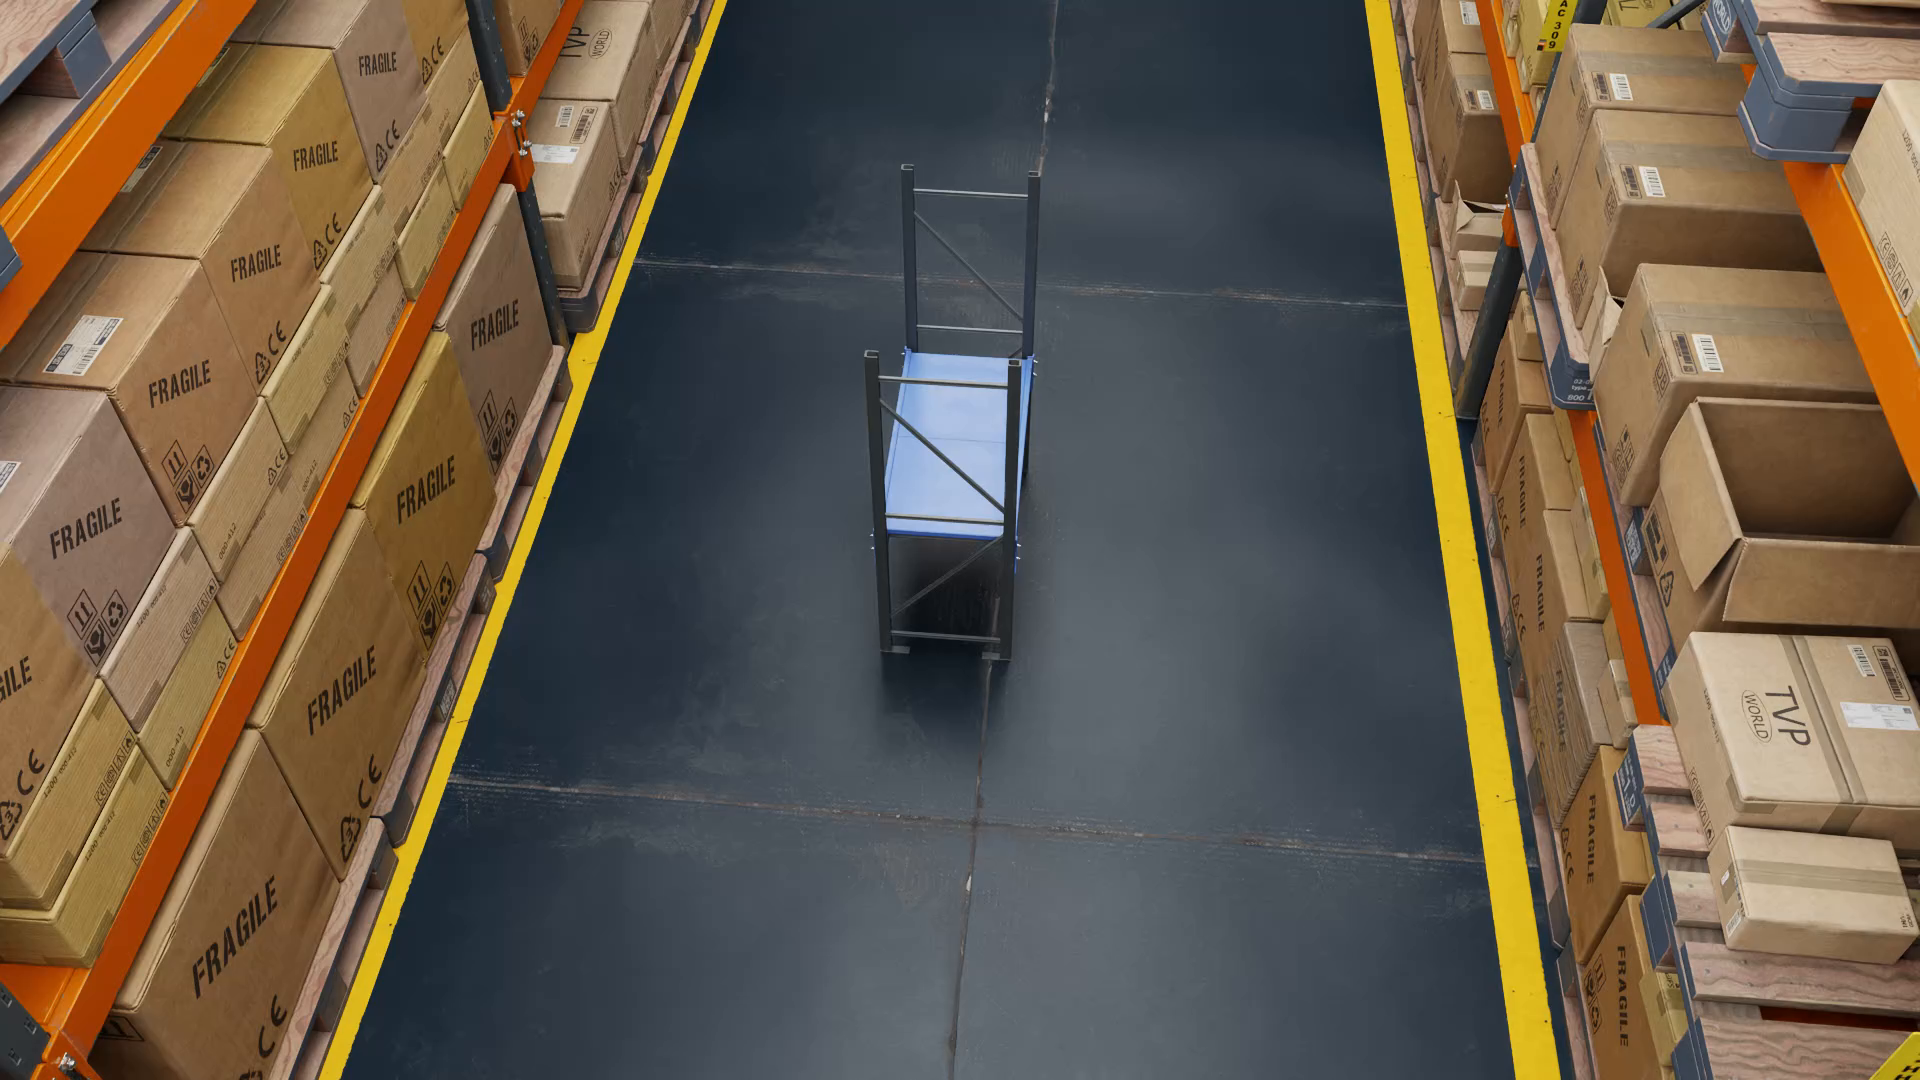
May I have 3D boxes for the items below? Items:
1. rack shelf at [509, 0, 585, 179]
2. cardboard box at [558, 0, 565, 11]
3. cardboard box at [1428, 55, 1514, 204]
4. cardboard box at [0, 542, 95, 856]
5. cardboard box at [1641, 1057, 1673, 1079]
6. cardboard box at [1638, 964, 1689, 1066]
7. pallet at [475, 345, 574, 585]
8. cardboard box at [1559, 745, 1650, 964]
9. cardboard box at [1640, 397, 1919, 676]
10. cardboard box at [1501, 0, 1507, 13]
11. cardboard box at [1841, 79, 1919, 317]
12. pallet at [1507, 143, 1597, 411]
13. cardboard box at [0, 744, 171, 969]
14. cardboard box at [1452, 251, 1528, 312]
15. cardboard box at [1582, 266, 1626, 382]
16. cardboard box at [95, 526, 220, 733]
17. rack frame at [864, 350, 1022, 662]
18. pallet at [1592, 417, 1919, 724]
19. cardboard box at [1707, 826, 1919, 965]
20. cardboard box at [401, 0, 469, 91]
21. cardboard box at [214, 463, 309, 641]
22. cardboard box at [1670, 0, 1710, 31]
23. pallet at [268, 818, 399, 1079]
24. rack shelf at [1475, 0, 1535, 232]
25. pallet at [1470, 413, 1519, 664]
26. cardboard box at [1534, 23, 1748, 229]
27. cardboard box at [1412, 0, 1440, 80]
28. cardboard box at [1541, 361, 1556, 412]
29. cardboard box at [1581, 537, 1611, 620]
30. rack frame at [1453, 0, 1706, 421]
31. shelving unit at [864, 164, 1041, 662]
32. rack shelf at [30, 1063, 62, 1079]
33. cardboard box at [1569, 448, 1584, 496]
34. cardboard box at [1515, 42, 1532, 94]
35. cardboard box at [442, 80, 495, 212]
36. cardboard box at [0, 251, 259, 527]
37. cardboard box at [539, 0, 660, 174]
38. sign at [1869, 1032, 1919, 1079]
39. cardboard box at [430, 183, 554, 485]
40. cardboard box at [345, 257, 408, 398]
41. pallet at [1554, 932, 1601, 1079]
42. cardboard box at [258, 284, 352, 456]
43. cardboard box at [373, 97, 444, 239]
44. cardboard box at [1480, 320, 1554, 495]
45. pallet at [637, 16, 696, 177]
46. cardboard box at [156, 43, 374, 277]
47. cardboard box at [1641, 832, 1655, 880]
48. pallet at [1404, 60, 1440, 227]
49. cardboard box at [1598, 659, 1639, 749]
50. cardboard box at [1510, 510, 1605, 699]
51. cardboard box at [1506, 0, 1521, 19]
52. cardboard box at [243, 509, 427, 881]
[{"bbox_3d":[-2.094,-3.106,8.072,1.077,0.370,4.000,4,48,4],"label":"rack shelf"},{"bbox_3d":[-1.923,-2.610,7.063,0.500,0.500,0.500,4,48,4],"label":"cardboard box"},{"bbox_3d":[2.670,-1.954,7.940,0.700,0.500,0.500,2,48,2],"label":"cardboard box"},{"bbox_3d":[-2.353,0.343,3.684,0.500,0.500,0.500,2,48,2],"label":"cardboard box"},{"bbox_3d":[2.127,1.768,4.536,0.500,0.500,0.500,5,48,5],"label":"cardboard box"},{"bbox_3d":[2.089,1.291,4.532,0.380,0.149,0.250,2,48,2],"label":"cardboard box"},{"bbox_3d":[-2.272,-0.366,6.968,1.003,0.211,1.213,4,48,4],"label":"pallet"},{"bbox_3d":[2.228,1.016,5.223,0.500,0.500,0.500,6,48,5],"label":"cardboard box"},{"bbox_3d":[2.267,0.002,4.386,0.797,0.503,0.637,3,48,3],"label":"cardboard box"},{"bbox_3d":[2.497,-2.291,7.009,0.380,0.149,0.250,5,48,5],"label":"cardboard box"},{"bbox_3d":[2.198,-0.701,3.454,0.500,0.250,0.500,4,48,4],"label":"cardboard box"},{"bbox_3d":[2.485,-0.904,5.700,1.003,0.211,1.213,4,48,4],"label":"pallet"},{"bbox_3d":[-2.346,0.768,4.143,0.500,0.250,0.500,3,48,3],"label":"cardboard box"},{"bbox_3d":[2.425,-1.157,7.449,0.380,0.149,0.250,3,48,2],"label":"cardboard box"},{"bbox_3d":[2.158,-0.650,5.144,0.396,0.266,0.258,6,48,5],"label":"cardboard box"},{"bbox_3d":[-2.301,0.206,4.317,0.500,0.250,0.500,5,48,4],"label":"cardboard box"},{"bbox_3d":[-0.054,-0.070,5.824,0.500,1.500,0.032,4,48,4],"label":"rack frame"},{"bbox_3d":[2.475,0.026,4.849,1.003,0.211,1.213,4,48,4],"label":"pallet"},{"bbox_3d":[1.980,0.825,3.874,0.380,0.149,0.250,5,48,4],"label":"cardboard box"},{"bbox_3d":[-2.067,-1.906,5.741,0.500,0.500,0.500,5,48,5],"label":"cardboard box"},{"bbox_3d":[-2.263,0.004,4.841,0.500,0.250,0.500,5,48,5],"label":"cardboard box"},{"bbox_3d":[2.981,-1.944,6.421,0.500,0.250,0.500,3,48,3],"label":"cardboard box"},{"bbox_3d":[-2.494,1.427,5.328,1.003,0.211,1.213,4,48,4],"label":"pallet"},{"bbox_3d":[2.849,-2.775,7.769,1.077,0.370,4.000,4,48,4],"label":"rack shelf"},{"bbox_3d":[2.630,-0.007,6.639,1.003,0.211,1.213,4,48,4],"label":"pallet"},{"bbox_3d":[2.400,-1.383,5.656,0.700,0.500,0.500,5,48,5],"label":"cardboard box"},{"bbox_3d":[2.765,-2.717,8.638,0.700,0.500,0.500,6,48,5],"label":"cardboard box"},{"bbox_3d":[2.421,-0.611,6.272,0.380,0.149,0.250,3,48,2],"label":"cardboard box"},{"bbox_3d":[2.313,0.144,5.581,0.380,0.149,0.250,5,48,5],"label":"cardboard box"},{"bbox_3d":[2.667,-1.548,6.159,1.000,3.000,0.127,4,48,4],"label":"rack frame"},{"bbox_3d":[-0.008,-0.443,6.165,0.538,1.500,1.048,4,48,4],"label":"shelving unit"},{"bbox_3d":[-2.823,2.772,2.695,1.077,0.370,4.000,4,48,4],"label":"rack shelf"},{"bbox_3d":[2.397,-0.219,5.914,0.380,0.149,0.250,3,48,3],"label":"cardboard box"},{"bbox_3d":[2.446,-1.908,6.658,0.380,0.149,0.250,5,48,5],"label":"cardboard box"},{"bbox_3d":[-2.066,-1.482,6.201,0.500,0.250,0.500,3,48,3],"label":"cardboard box"},{"bbox_3d":[-2.255,-0.402,4.365,0.500,0.500,0.500,5,48,5],"label":"cardboard box"},{"bbox_3d":[-2.032,-2.269,8.270,0.875,0.438,0.875,3,48,2],"label":"cardboard box"},{"bbox_3d":[1.761,0.997,3.100,0.100,0.325,0.005,4,48,4],"label":"sign"},{"bbox_3d":[-2.253,-0.843,6.670,0.875,0.875,0.875,5,48,5],"label":"cardboard box"},{"bbox_3d":[-2.179,-0.739,5.520,0.500,0.250,0.500,3,48,2],"label":"cardboard box"},{"bbox_3d":[2.408,1.786,4.999,1.003,0.211,1.213,4,48,4],"label":"pallet"},{"bbox_3d":[-2.184,-0.531,4.992,0.500,0.250,0.500,5,48,4],"label":"cardboard box"},{"bbox_3d":[-2.113,-1.290,5.685,0.500,0.250,0.500,5,48,4],"label":"cardboard box"},{"bbox_3d":[2.399,-0.506,6.616,0.500,0.500,0.500,6,48,5],"label":"cardboard box"},{"bbox_3d":[-2.021,-2.391,8.820,1.003,0.211,1.213,4,48,4],"label":"pallet"},{"bbox_3d":[-2.173,-1.154,5.053,0.500,0.500,0.500,5,48,5],"label":"cardboard box"},{"bbox_3d":[2.226,0.910,4.881,0.380,0.149,0.250,5,48,5],"label":"cardboard box"},{"bbox_3d":[2.839,-2.011,8.472,1.003,0.211,1.213,4,48,4],"label":"pallet"},{"bbox_3d":[2.244,0.521,5.236,0.380,0.149,0.250,2,48,2],"label":"cardboard box"},{"bbox_3d":[2.310,0.252,5.922,0.500,0.500,0.500,3,48,2],"label":"cardboard box"},{"bbox_3d":[2.501,-2.358,6.800,0.500,0.250,0.500,4,48,4],"label":"cardboard box"},{"bbox_3d":[-2.410,0.478,5.461,0.875,0.875,0.875,4,48,4],"label":"cardboard box"}]
